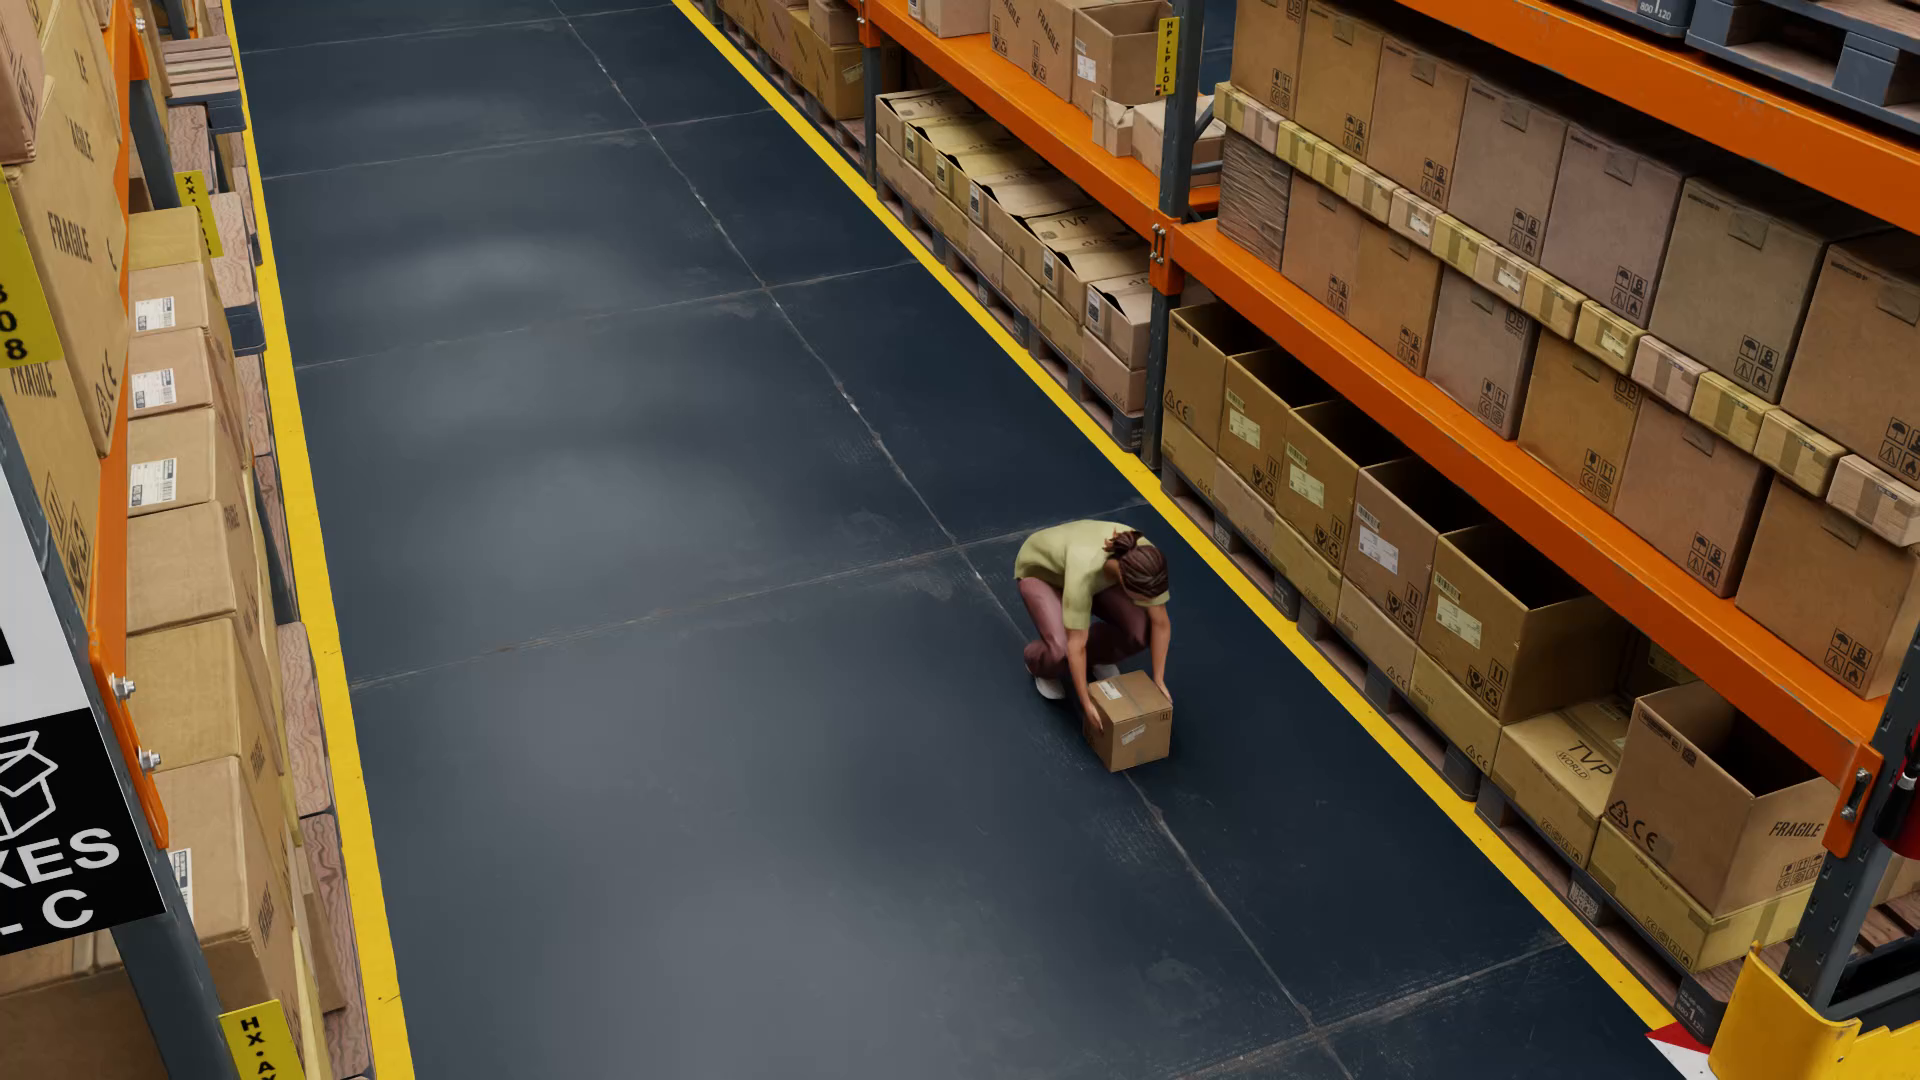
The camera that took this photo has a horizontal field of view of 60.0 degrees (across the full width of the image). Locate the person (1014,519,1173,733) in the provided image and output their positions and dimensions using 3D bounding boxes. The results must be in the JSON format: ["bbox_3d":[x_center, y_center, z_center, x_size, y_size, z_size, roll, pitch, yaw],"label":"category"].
[{"bbox_3d":[0.527,0.254,6.488,0.487,0.873,0.795,-13,36,-19],"label":"person"}]
